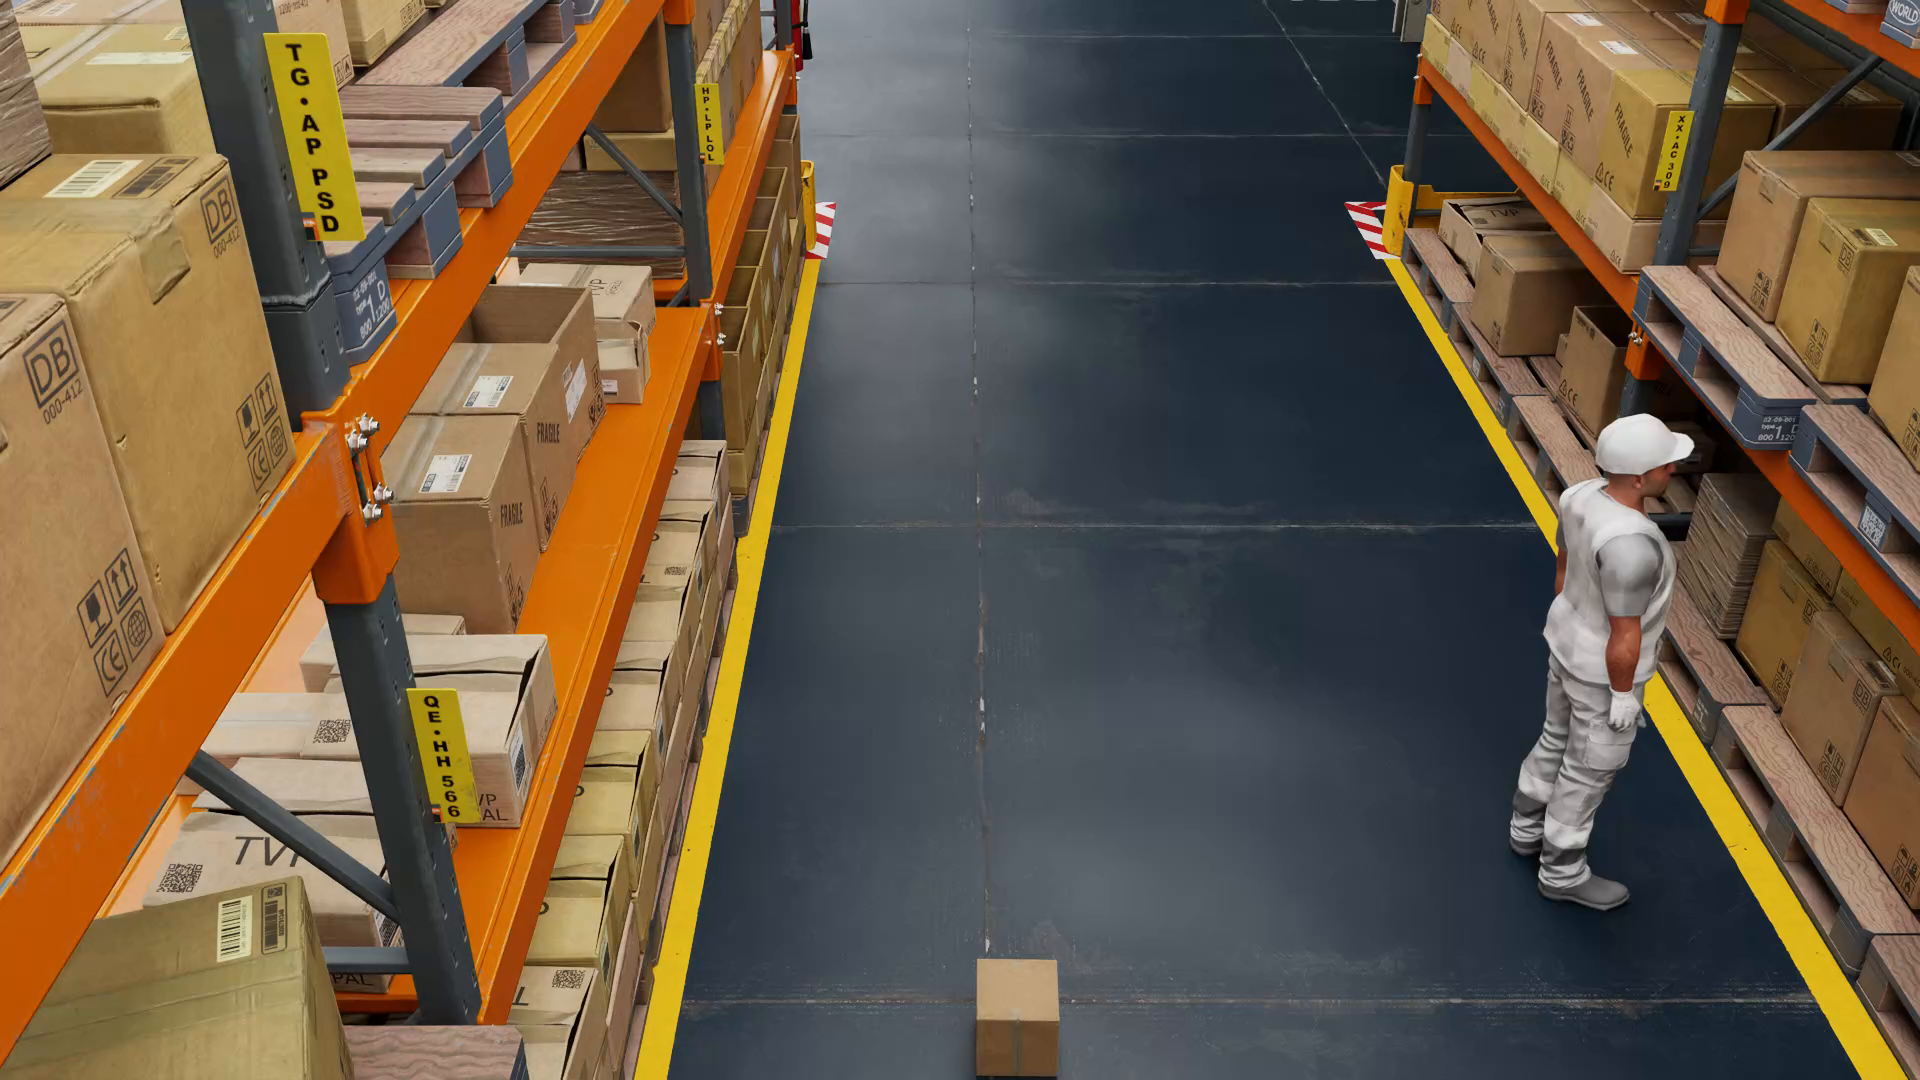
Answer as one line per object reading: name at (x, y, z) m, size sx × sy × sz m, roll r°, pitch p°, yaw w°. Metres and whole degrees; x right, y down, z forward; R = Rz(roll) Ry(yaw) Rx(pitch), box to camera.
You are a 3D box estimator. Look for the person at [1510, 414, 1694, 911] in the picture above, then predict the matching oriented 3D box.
person at (2.110, 0.398, 5.453) m, size 0.386 × 1.794 × 0.526 m, roll -2°, pitch 31°, yaw -3°
